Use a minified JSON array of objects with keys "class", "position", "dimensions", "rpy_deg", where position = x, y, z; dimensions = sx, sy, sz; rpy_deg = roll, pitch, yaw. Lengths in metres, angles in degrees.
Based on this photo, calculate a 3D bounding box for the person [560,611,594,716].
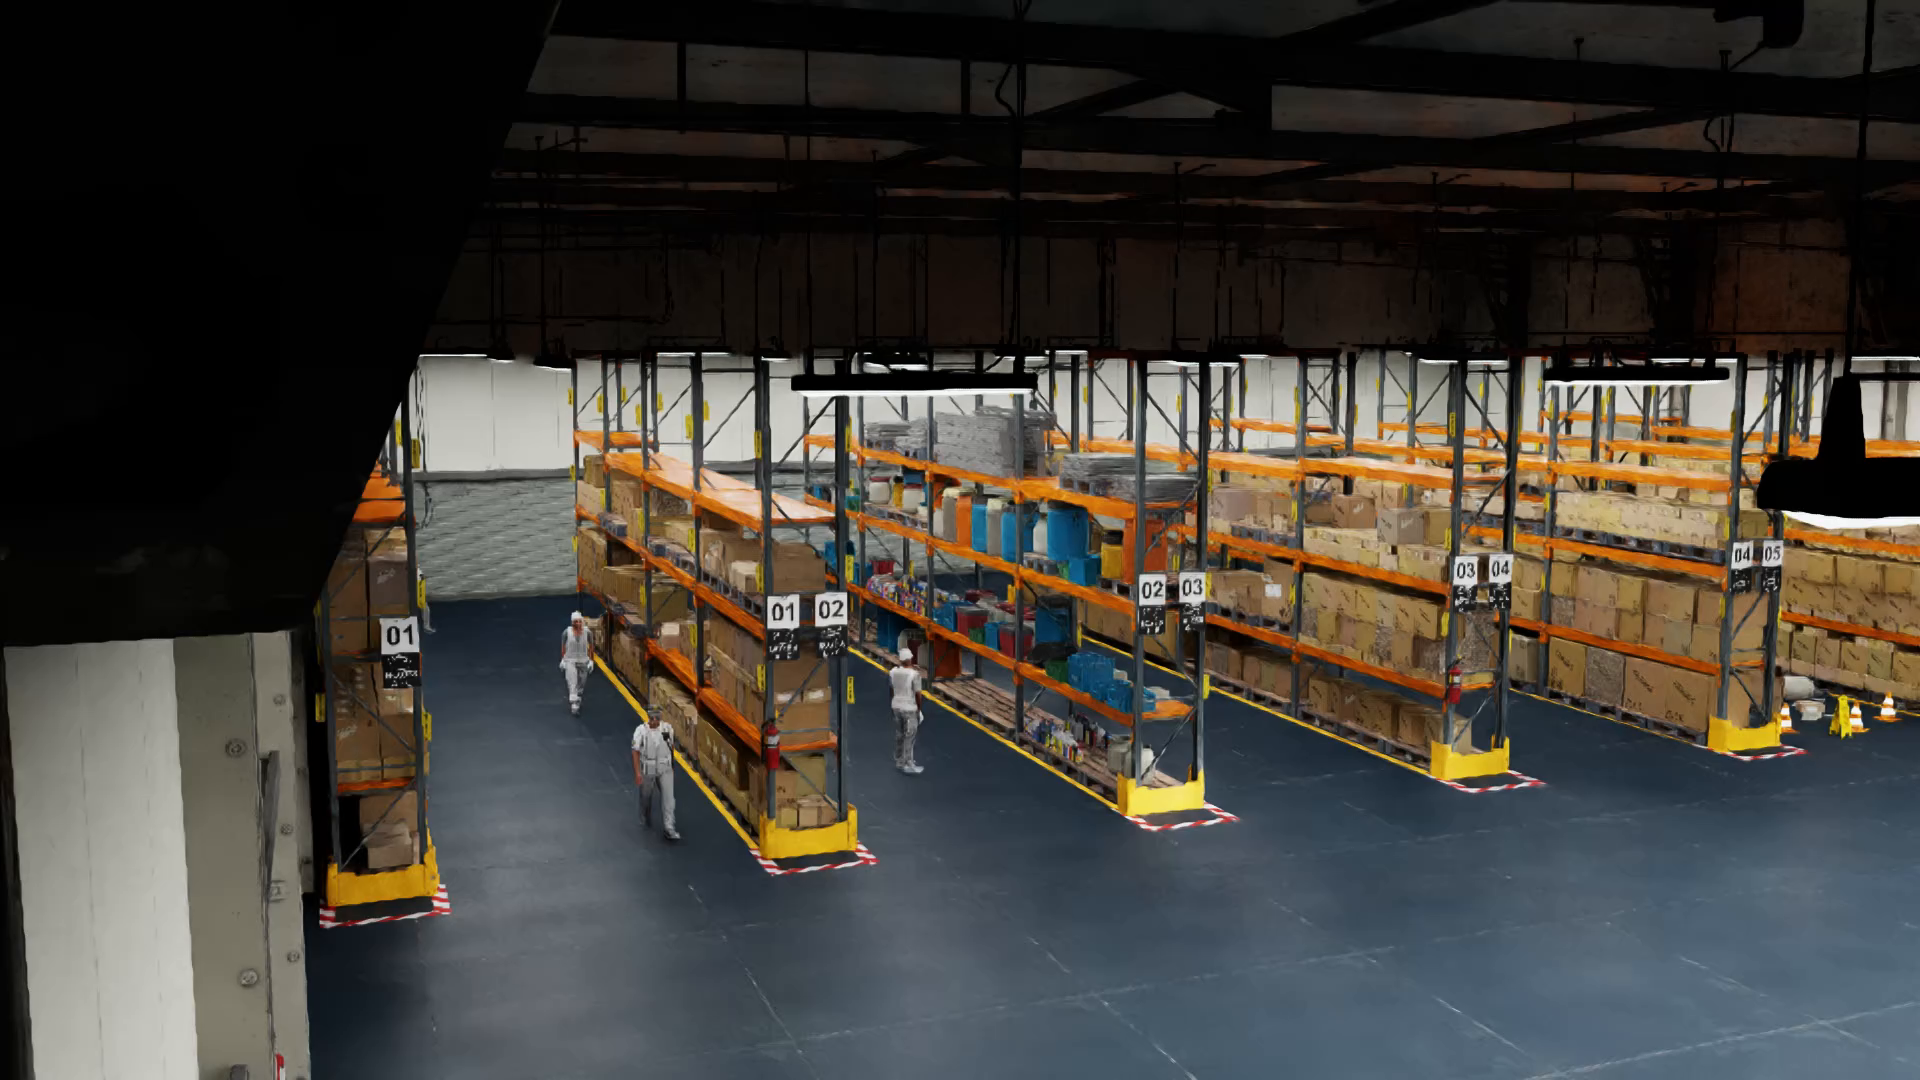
[{"class":"person","position":[-6.375,2.023,27.757],"dimensions":[0.550,1.709,1.128],"rpy_deg":[-3,8,-23]}]

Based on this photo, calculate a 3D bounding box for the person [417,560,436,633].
[{"class":"person","position":[-11.562,1.165,35.183],"dimensions":[0.656,1.594,0.813],"rpy_deg":[-5,9,-37]}]

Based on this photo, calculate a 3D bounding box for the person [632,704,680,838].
[{"class":"person","position":[-3.865,2.878,21.012],"dimensions":[0.542,1.675,1.125],"rpy_deg":[-2,7,-18]}]

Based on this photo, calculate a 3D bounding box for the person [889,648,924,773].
[{"class":"person","position":[-0.751,2.442,24.079],"dimensions":[0.618,1.783,0.457],"rpy_deg":[6,9,41]}]
